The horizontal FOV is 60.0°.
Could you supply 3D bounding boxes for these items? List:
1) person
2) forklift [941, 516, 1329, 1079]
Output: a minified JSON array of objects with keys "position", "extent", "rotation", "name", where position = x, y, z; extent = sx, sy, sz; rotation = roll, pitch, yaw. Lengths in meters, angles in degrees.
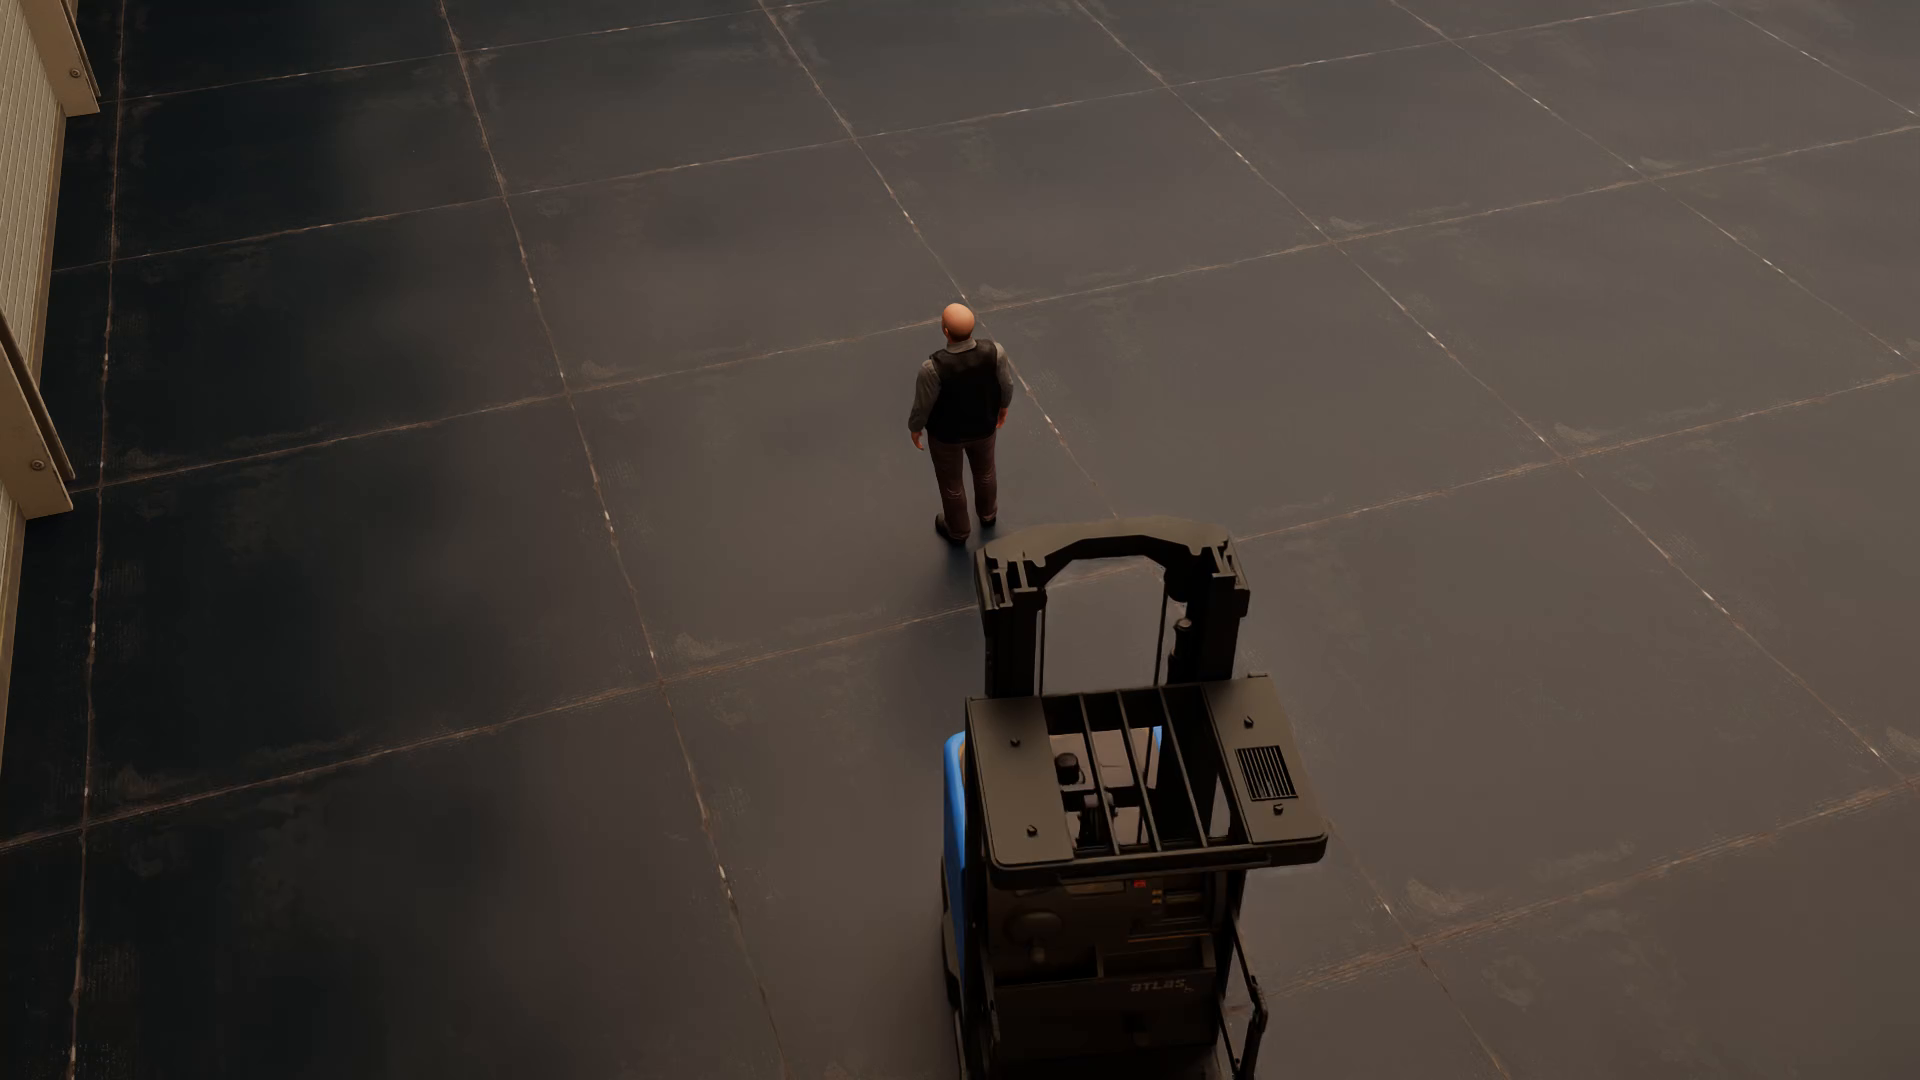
[{"position":[-0.015,-0.704,9.765],"extent":[0.633,1.722,0.566],"rotation":[-13,42,-15],"name":"person"},{"position":[0.590,1.483,6.231],"extent":[1.130,2.935,3.031],"rotation":[-4,40,-5],"name":"forklift"}]
